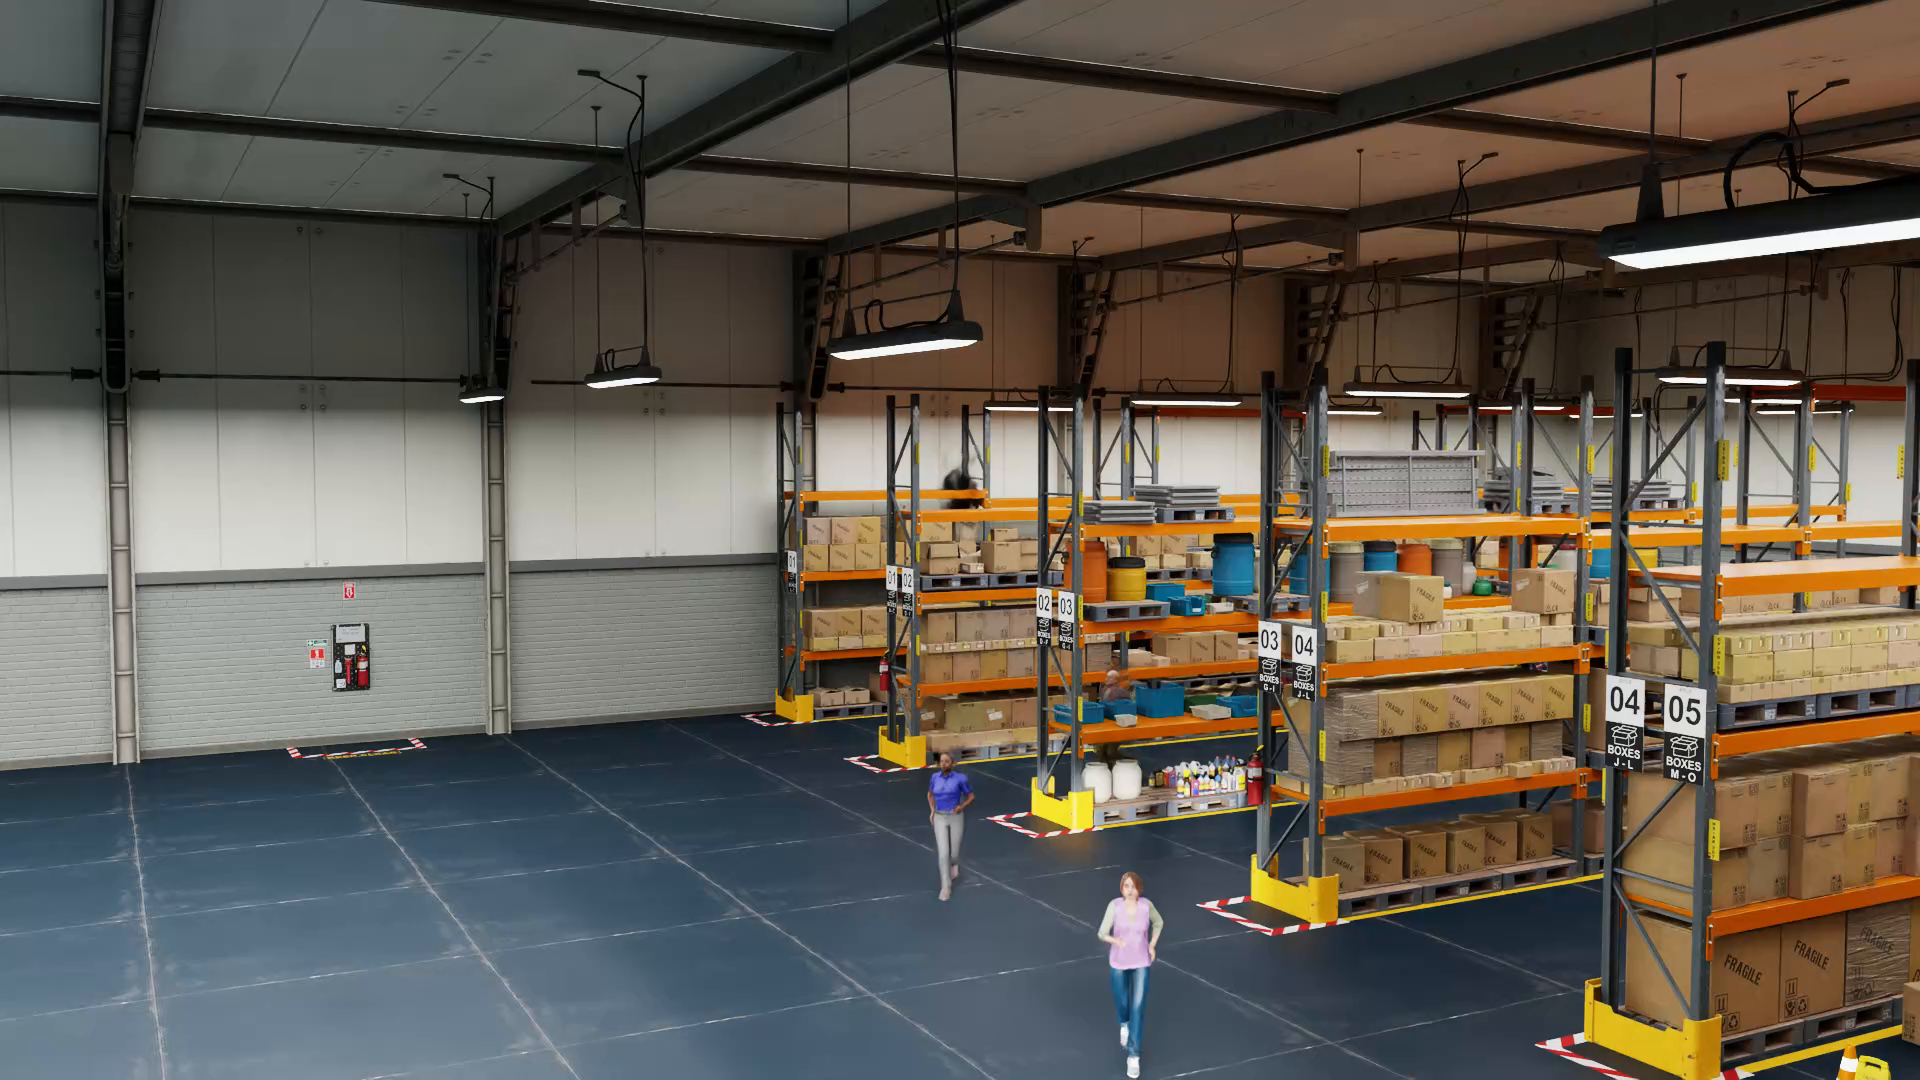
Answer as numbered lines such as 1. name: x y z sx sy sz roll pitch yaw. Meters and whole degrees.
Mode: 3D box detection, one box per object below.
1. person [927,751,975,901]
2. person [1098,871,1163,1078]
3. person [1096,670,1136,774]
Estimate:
1. person: -0.115 3.265 19.247 0.574 1.658 0.779 1 3 9
2. person: 1.419 3.551 13.853 0.539 1.595 0.833 0 3 7
3. person: 2.343 2.857 25.378 0.732 1.757 0.739 -3 4 -38
